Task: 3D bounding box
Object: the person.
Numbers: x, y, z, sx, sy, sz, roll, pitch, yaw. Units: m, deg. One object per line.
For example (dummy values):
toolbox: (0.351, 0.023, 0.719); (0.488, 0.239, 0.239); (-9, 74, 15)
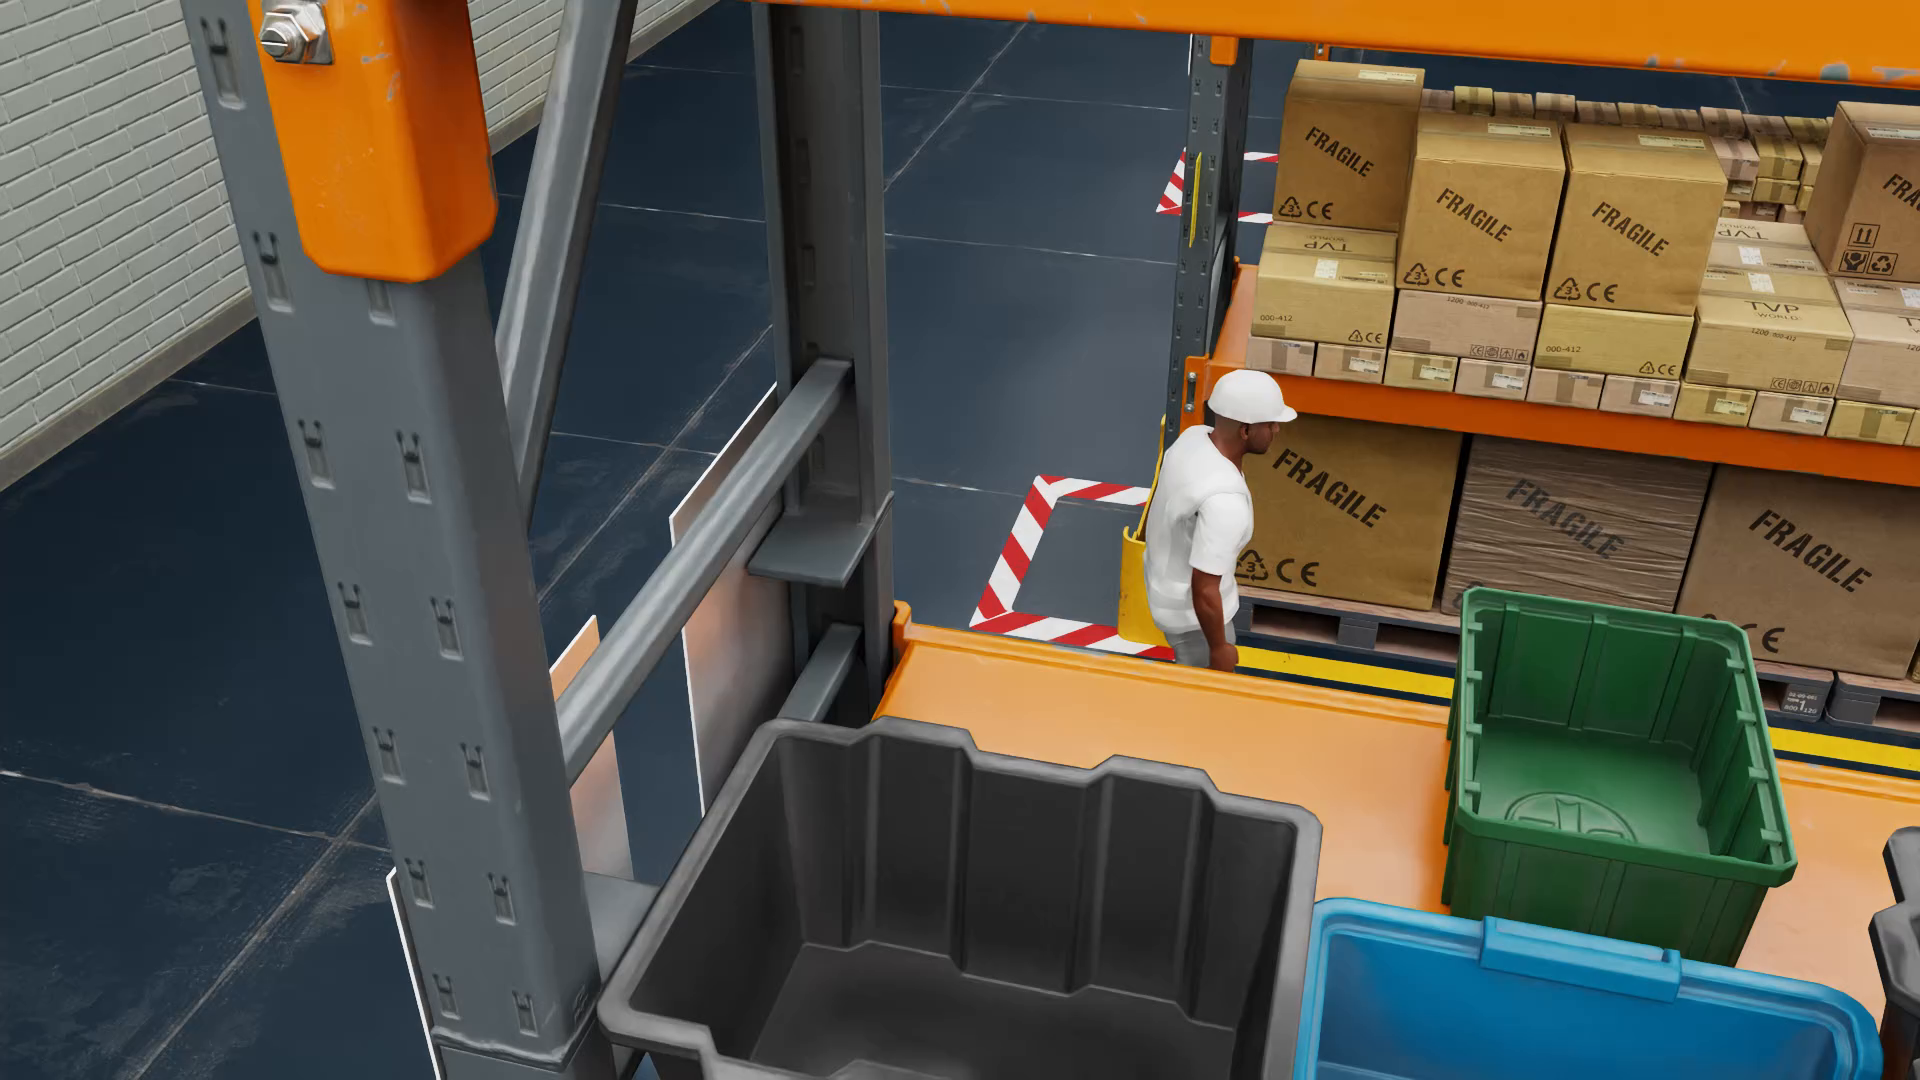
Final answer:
person: (0.865, 0.215, 5.787); (0.461, 1.759, 0.626); (0, 33, 0)
